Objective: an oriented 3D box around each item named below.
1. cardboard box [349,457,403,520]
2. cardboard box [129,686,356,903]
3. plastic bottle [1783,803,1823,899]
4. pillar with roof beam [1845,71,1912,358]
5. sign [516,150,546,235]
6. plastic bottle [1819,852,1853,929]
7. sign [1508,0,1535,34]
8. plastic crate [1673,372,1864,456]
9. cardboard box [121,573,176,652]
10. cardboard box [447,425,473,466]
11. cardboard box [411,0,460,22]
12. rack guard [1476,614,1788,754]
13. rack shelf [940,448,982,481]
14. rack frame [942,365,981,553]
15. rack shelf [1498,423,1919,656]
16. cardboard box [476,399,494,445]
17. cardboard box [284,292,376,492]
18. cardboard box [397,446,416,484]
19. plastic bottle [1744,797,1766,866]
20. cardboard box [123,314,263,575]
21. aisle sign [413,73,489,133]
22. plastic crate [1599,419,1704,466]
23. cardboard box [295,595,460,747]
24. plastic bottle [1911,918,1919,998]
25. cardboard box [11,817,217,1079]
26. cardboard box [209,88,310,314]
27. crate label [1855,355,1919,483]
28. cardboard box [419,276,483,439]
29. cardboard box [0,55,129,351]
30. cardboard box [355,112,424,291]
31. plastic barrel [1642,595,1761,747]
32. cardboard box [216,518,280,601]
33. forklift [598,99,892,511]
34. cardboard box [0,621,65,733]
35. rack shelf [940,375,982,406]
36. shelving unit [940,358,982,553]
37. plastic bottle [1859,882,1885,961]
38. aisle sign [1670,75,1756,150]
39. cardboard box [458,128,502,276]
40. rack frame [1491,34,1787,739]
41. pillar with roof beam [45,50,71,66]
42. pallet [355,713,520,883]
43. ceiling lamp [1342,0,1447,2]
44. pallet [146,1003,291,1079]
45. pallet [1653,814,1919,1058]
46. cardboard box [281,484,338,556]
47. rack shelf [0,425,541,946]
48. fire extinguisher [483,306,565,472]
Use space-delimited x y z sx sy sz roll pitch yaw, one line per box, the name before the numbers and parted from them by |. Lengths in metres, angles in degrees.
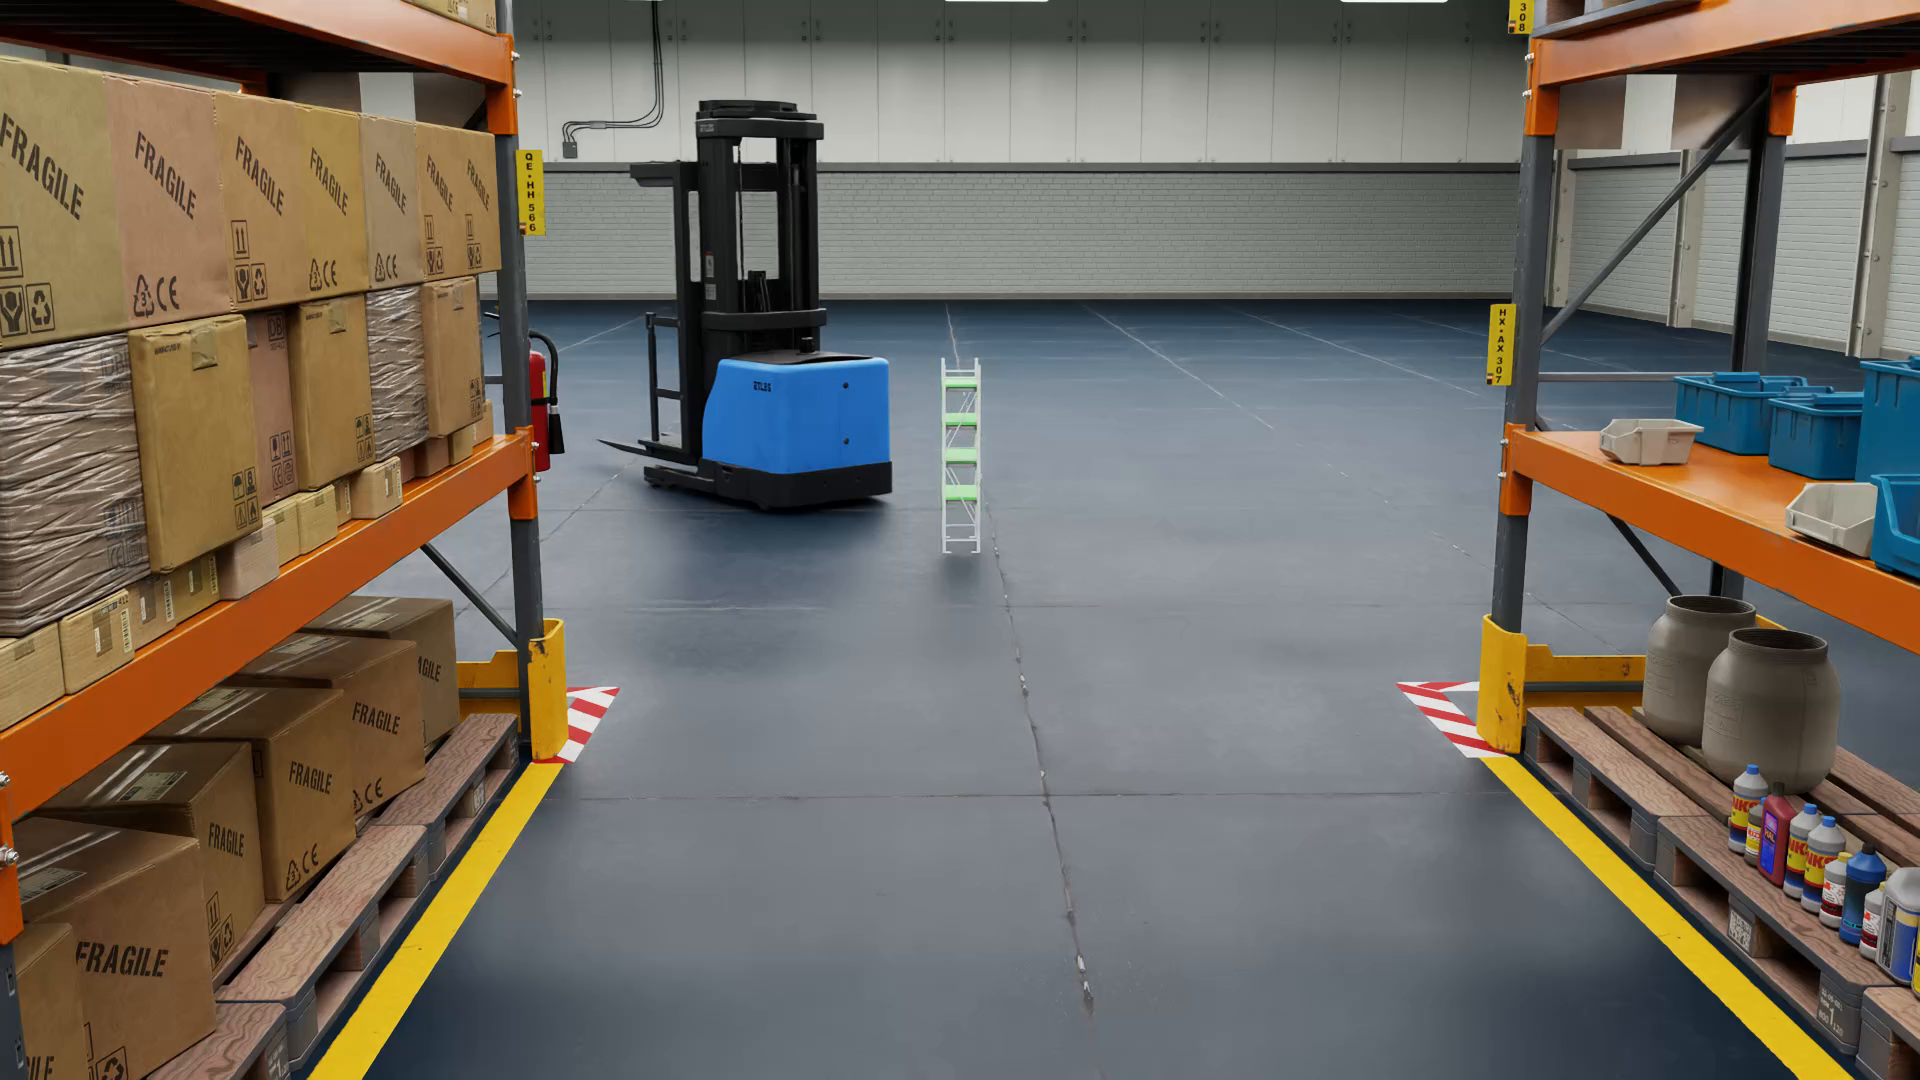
cardboard box | -1.876 -0.154 4.908 0.380 0.149 0.250 0 11 -1
cardboard box | -2.188 0.756 5.021 0.500 0.500 0.500 1 11 4
plastic bottle | 2.460 0.900 4.835 0.097 0.271 0.097 0 11 0
pillar with roof beam | 8.836 -7.057 23.211 9.100 9.000 0.400 0 11 -1
sign | -1.669 -1.352 6.471 0.100 0.325 0.005 0 11 -1
plastic bottle | 2.465 0.974 4.647 0.097 0.201 0.097 0 11 0
sign | 2.177 -2.124 6.420 0.100 0.325 0.005 0 11 -1
plastic crate | 3.037 -0.480 6.256 0.499 0.251 0.616 0 11 -1
cardboard box | -1.871 0.144 3.438 0.380 0.149 0.250 0 11 -1
cardboard box | -1.951 -0.353 5.887 0.380 0.149 0.250 0 11 -1
cardboard box | -1.947 -1.834 5.386 0.500 0.250 0.500 0 11 -1
rack guard | 2.776 0.589 6.901 1.175 0.500 0.348 0 11 -1
rack shelf | 0.003 -0.492 10.790 0.258 0.148 0.480 0 11 -1
rack frame | 0.008 -0.507 10.539 0.240 1.200 0.015 0 11 -1
rack shelf | 2.769 0.099 4.838 1.077 0.370 4.000 0 11 -1
cardboard box | -2.012 -0.452 6.375 0.380 0.149 0.250 0 11 -1
cardboard box | -2.145 -0.419 4.578 0.875 0.500 0.500 0 11 -1
cardboard box | -1.998 -0.253 5.395 0.380 0.149 0.250 0 11 -1
plastic bottle | 2.455 0.887 5.076 0.097 0.201 0.097 0 11 0
cardboard box | -2.064 -0.220 3.600 0.875 0.500 0.500 0 11 -1
aisle sign | -1.926 -1.919 6.434 0.394 0.787 0.004 0 11 -1
plastic crate | 2.424 -0.343 5.869 0.298 0.136 0.250 0 11 -1
cardboard box | -2.228 0.512 6.220 0.500 0.500 0.500 2 12 9
plastic bottle | 2.498 0.997 4.156 0.144 0.351 0.185 0 11 -2
cardboard box | -2.130 0.990 3.867 0.500 0.500 0.500 4 12 17
cardboard box | -1.919 -0.810 3.993 0.500 0.500 0.500 0 11 -1
crate label | 3.036 -0.304 4.924 0.502 0.435 0.616 0 11 -1
cardboard box | -2.110 -0.618 5.559 0.875 0.500 0.500 0 11 -1
cardboard box | -1.897 -0.611 3.013 0.500 0.500 0.500 0 11 -1
cardboard box | -1.942 -1.009 4.973 0.500 0.500 0.500 0 11 -1
plastic barrel | 2.817 0.493 6.288 0.421 0.512 0.421 0 11 0
cardboard box | -1.849 0.044 3.928 0.380 0.149 0.250 0 11 -1
forklift | -1.846 -1.885 12.977 1.130 2.935 3.031 -10 15 -39
cardboard box | -1.846 0.243 2.948 0.380 0.149 0.250 0 11 -1
rack shelf | 0.003 -0.963 10.695 0.258 0.148 0.480 0 11 -1
shelving unit | 0.003 -0.555 10.778 0.258 1.200 0.503 0 11 -1
plastic bottle | 2.469 1.015 4.445 0.097 0.201 0.097 0 11 0
aisle sign | 3.023 -1.941 6.544 0.394 0.787 0.004 0 11 -1
cardboard box | -1.966 -1.208 5.953 0.500 0.500 0.500 0 11 -1
rack frame | 2.727 -0.651 6.726 1.000 3.000 0.127 0 11 -1
pillar with roof beam | -14.297 -9.348 34.506 9.100 9.000 0.548 0 11 -1
pallet | -2.241 0.912 6.032 1.003 0.211 1.213 0 11 -1
ceiling lamp | 8.012 -11.532 30.589 2.000 3.185 0.800 0 11 -1
pallet | -2.191 1.397 3.641 1.003 0.211 1.213 0 11 -1
pallet | 2.810 1.133 4.941 1.003 0.211 1.213 0 11 -1
cardboard box | -1.890 -0.055 4.417 0.380 0.149 0.250 0 11 -1
rack shelf | -2.183 0.119 4.737 1.077 0.370 4.000 0 11 -1
fire extinguisher | -1.766 -0.618 6.755 0.296 0.674 0.183 0 11 -1
